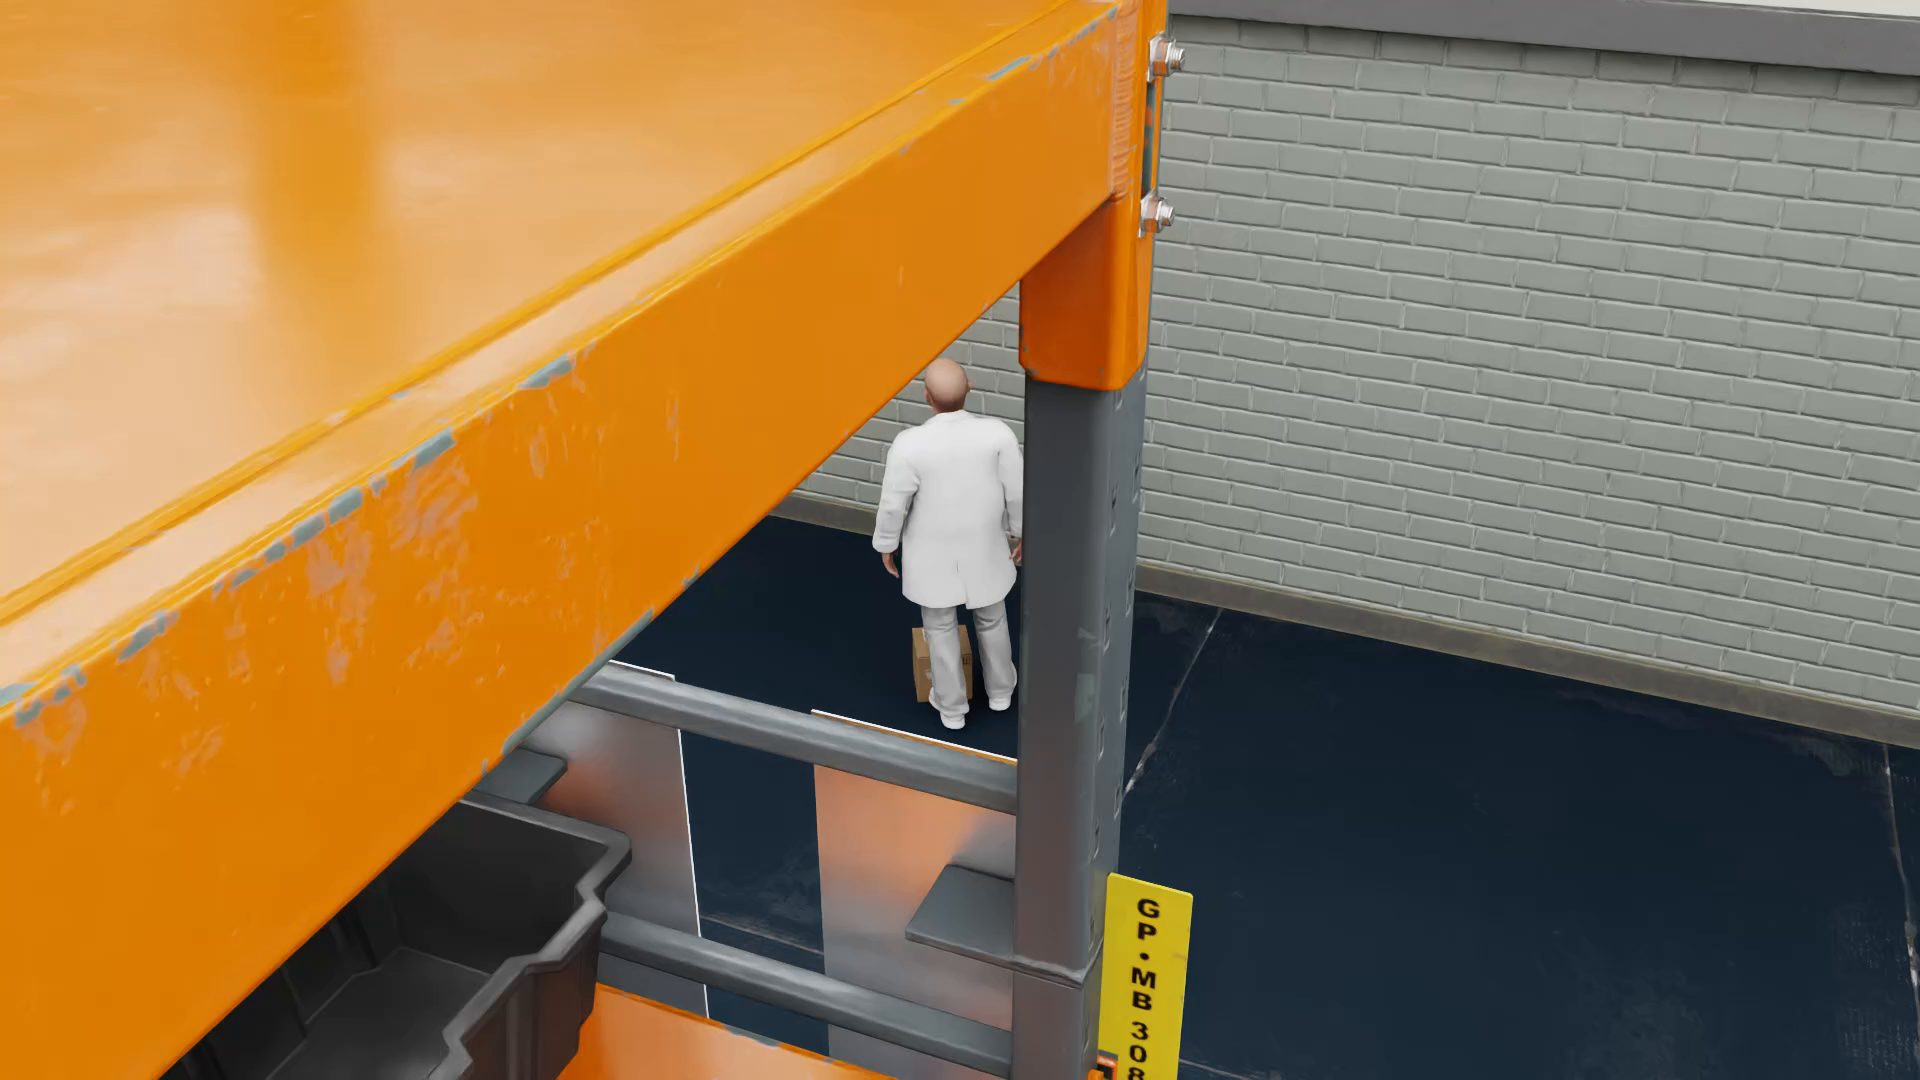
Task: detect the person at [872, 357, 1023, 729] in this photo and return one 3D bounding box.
[{"bbox_3d":[-0.032,-0.015,7.151,0.698,1.776,0.580,-3,29,-6],"label":"person"}]
